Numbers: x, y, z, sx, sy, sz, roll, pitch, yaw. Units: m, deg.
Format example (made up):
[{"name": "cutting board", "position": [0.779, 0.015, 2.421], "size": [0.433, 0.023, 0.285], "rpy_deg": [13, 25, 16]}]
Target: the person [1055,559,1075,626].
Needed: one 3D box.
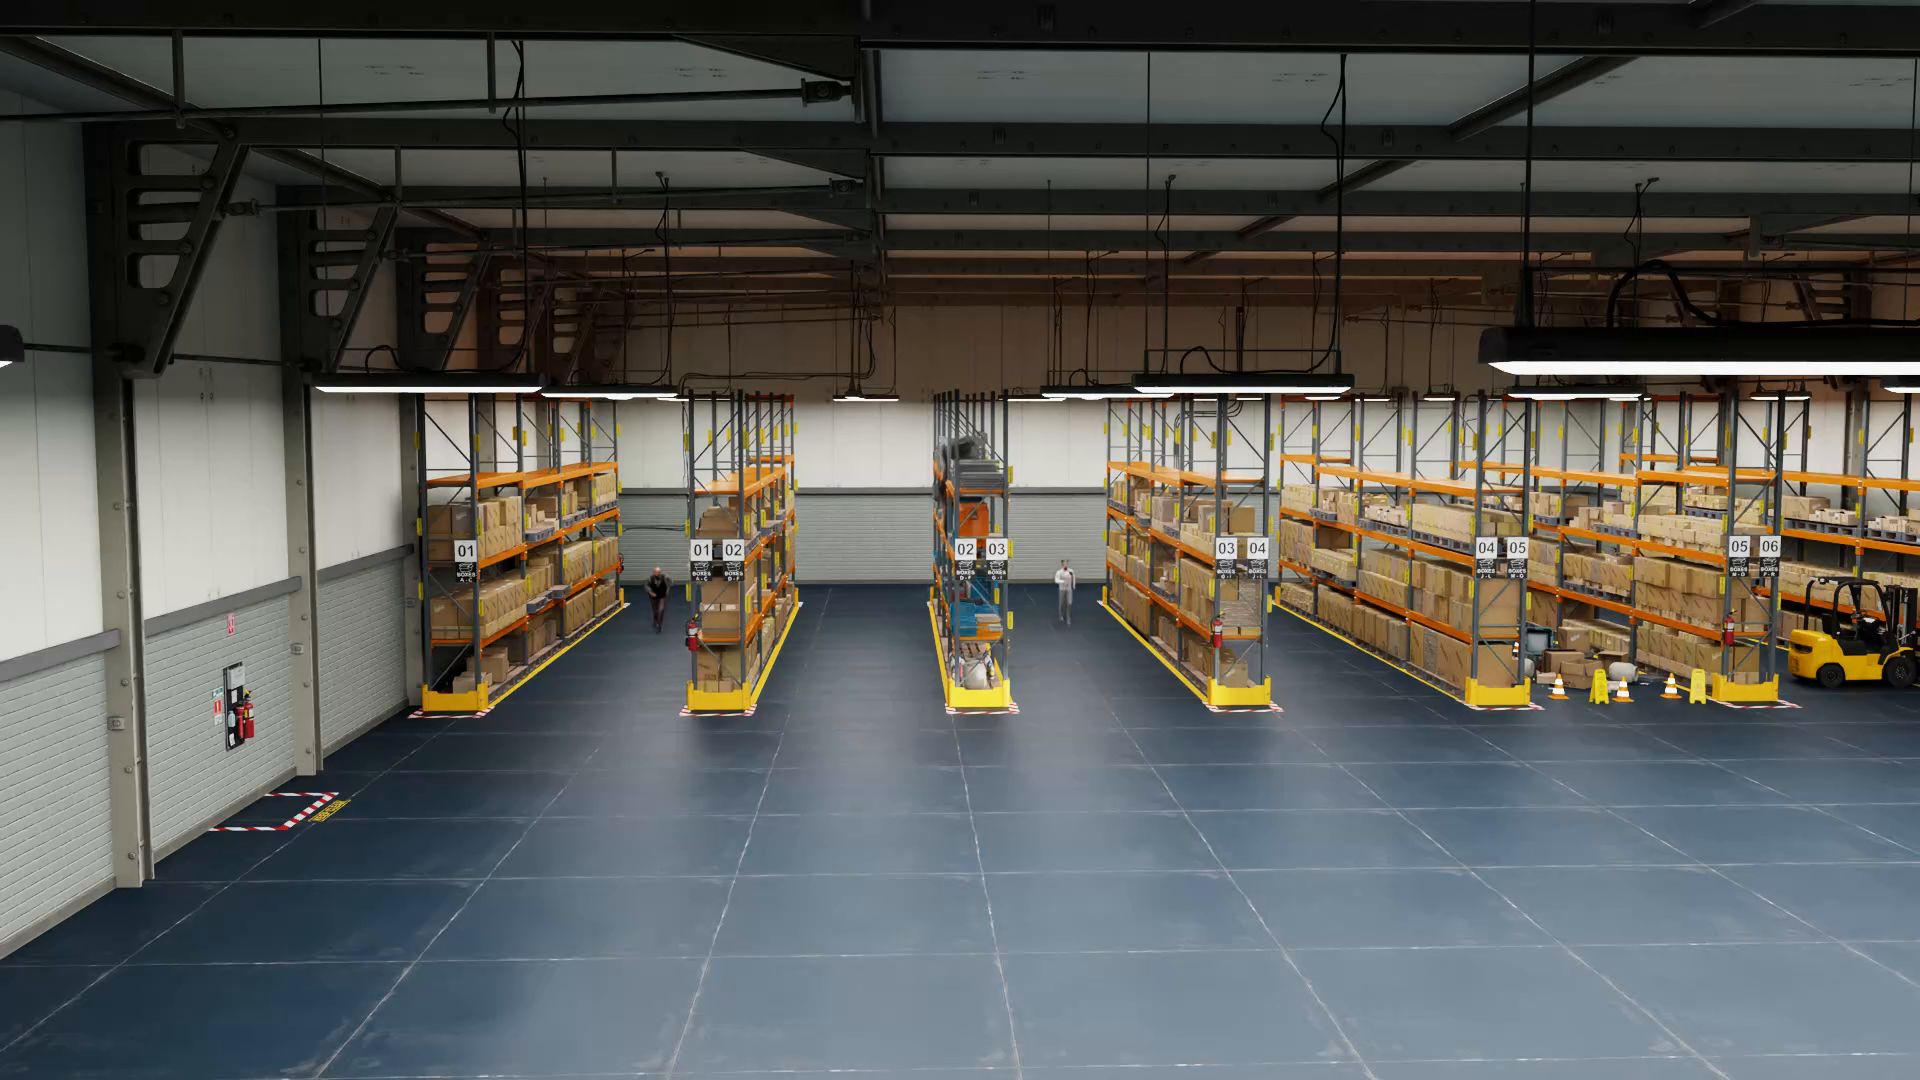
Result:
[{"name": "person", "position": [2.746, 1.347, 43.326], "size": [0.584, 1.745, 0.830], "rpy_deg": [0, 5, -5]}]

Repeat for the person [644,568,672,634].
[{"name": "person", "position": [-7.625, 1.500, 41.949], "size": [0.692, 1.678, 1.013], "rpy_deg": [-1, 5, -15]}]

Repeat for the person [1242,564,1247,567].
[{"name": "person", "position": [8.237, 1.024, 47.868], "size": [0.599, 1.705, 0.664], "rpy_deg": [1, 5, 12]}]
